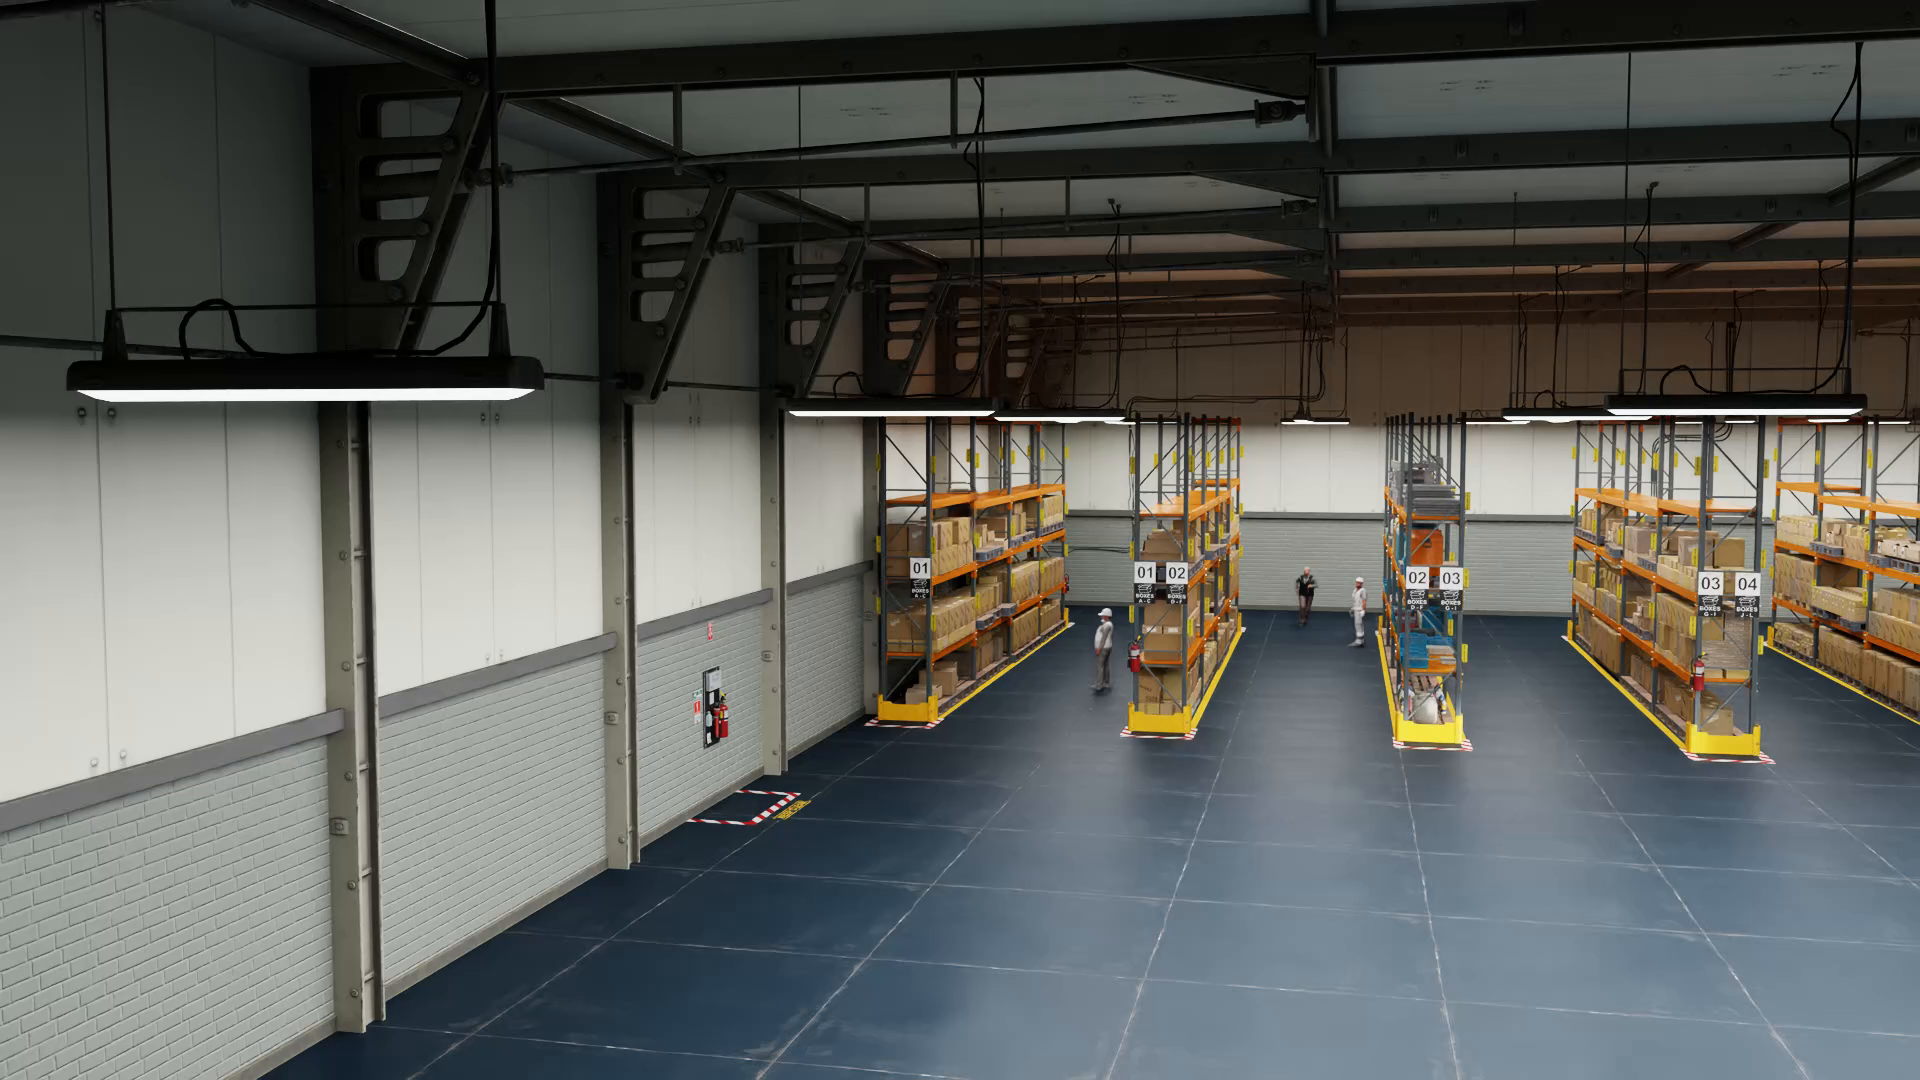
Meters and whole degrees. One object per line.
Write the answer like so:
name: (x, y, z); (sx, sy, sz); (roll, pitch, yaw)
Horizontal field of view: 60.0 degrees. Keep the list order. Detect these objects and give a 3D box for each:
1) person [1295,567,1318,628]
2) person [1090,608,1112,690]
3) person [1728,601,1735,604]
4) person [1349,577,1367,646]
person: (9.957, 1.625, 47.727); (0.627, 1.711, 0.919); (0, 4, 7)
person: (3.103, 2.381, 36.398); (0.473, 1.773, 0.585); (1, 4, 19)
person: (19.401, 2.072, 41.714); (0.565, 1.635, 0.948); (1, 4, 15)
person: (10.443, 1.875, 43.701); (0.466, 1.791, 0.568); (0, 4, 0)
